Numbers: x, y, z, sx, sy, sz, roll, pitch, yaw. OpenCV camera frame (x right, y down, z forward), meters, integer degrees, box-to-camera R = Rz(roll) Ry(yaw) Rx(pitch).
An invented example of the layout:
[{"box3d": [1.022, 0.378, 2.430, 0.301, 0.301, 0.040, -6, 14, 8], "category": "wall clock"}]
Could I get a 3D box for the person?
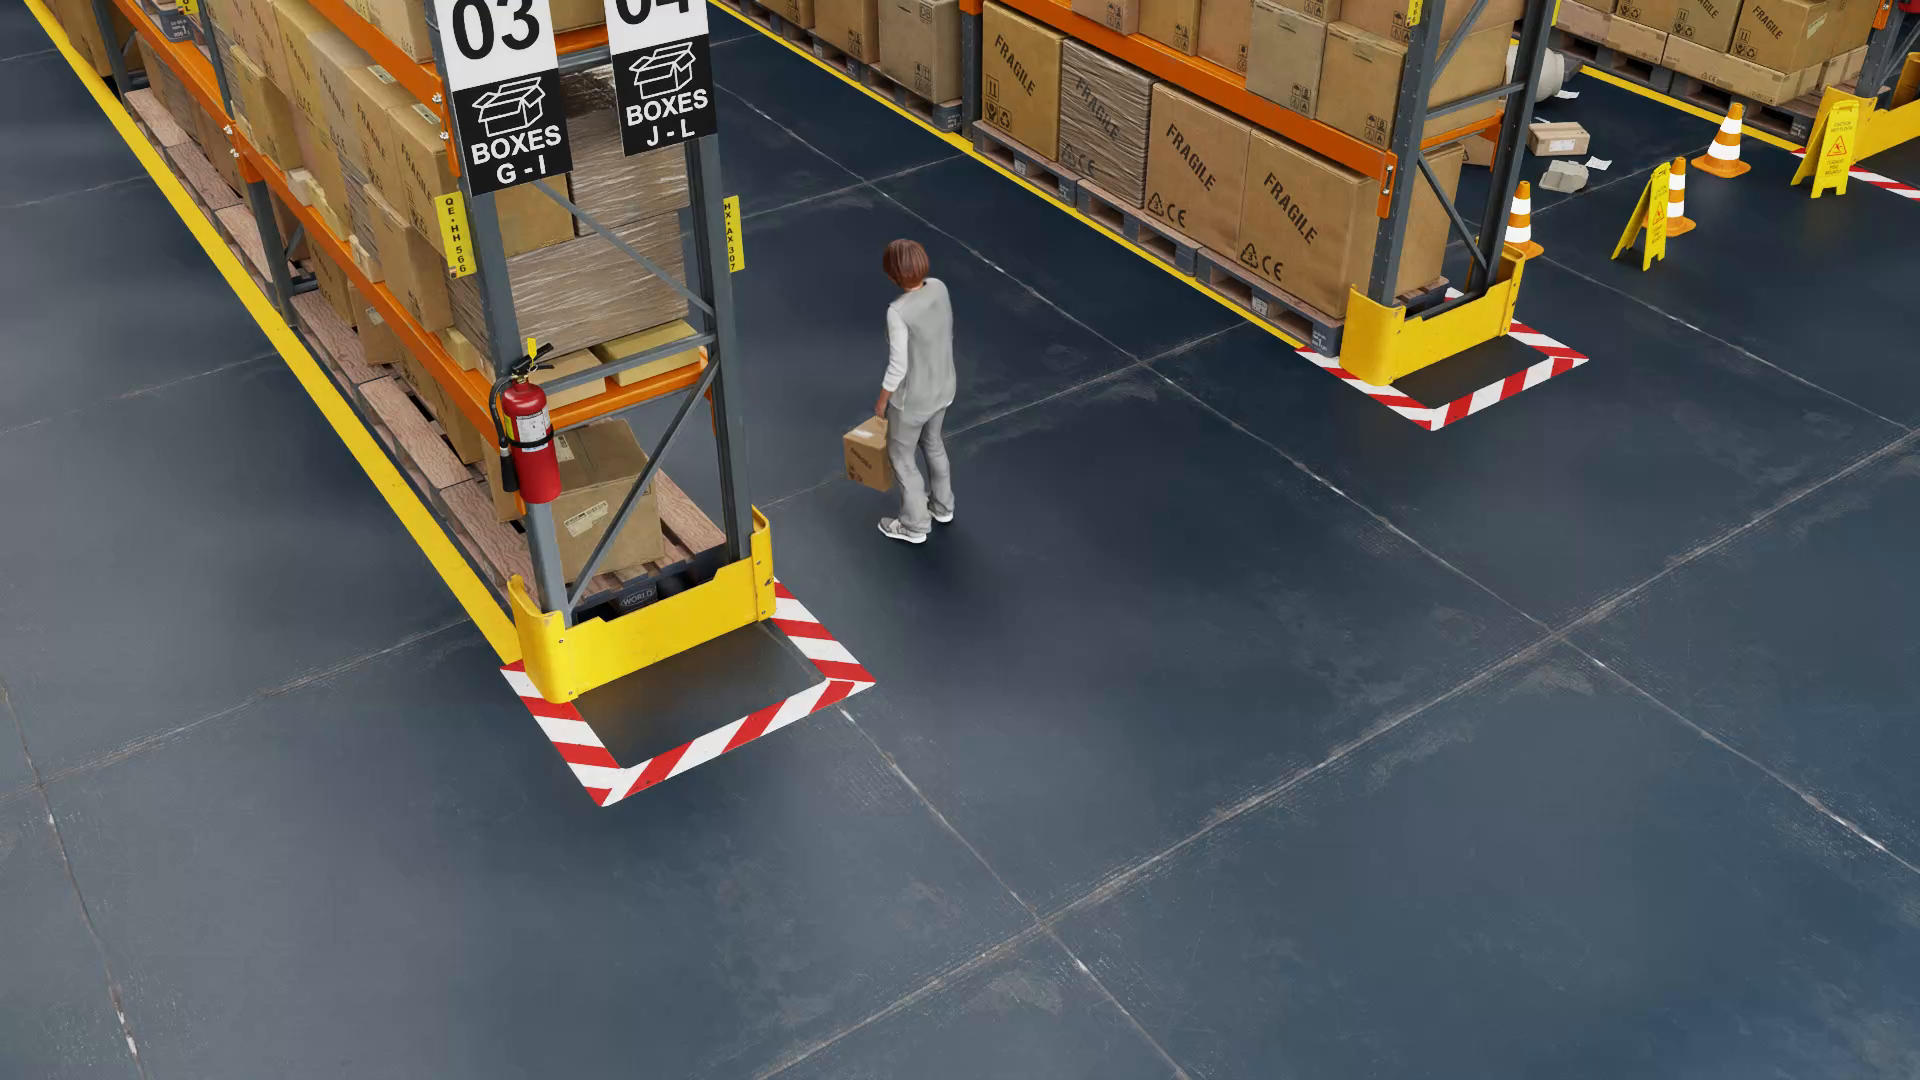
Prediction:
[{"box3d": [-0.204, -0.697, 7.935, 0.341, 1.596, 0.455, 24, 43, 29], "category": "person"}]
